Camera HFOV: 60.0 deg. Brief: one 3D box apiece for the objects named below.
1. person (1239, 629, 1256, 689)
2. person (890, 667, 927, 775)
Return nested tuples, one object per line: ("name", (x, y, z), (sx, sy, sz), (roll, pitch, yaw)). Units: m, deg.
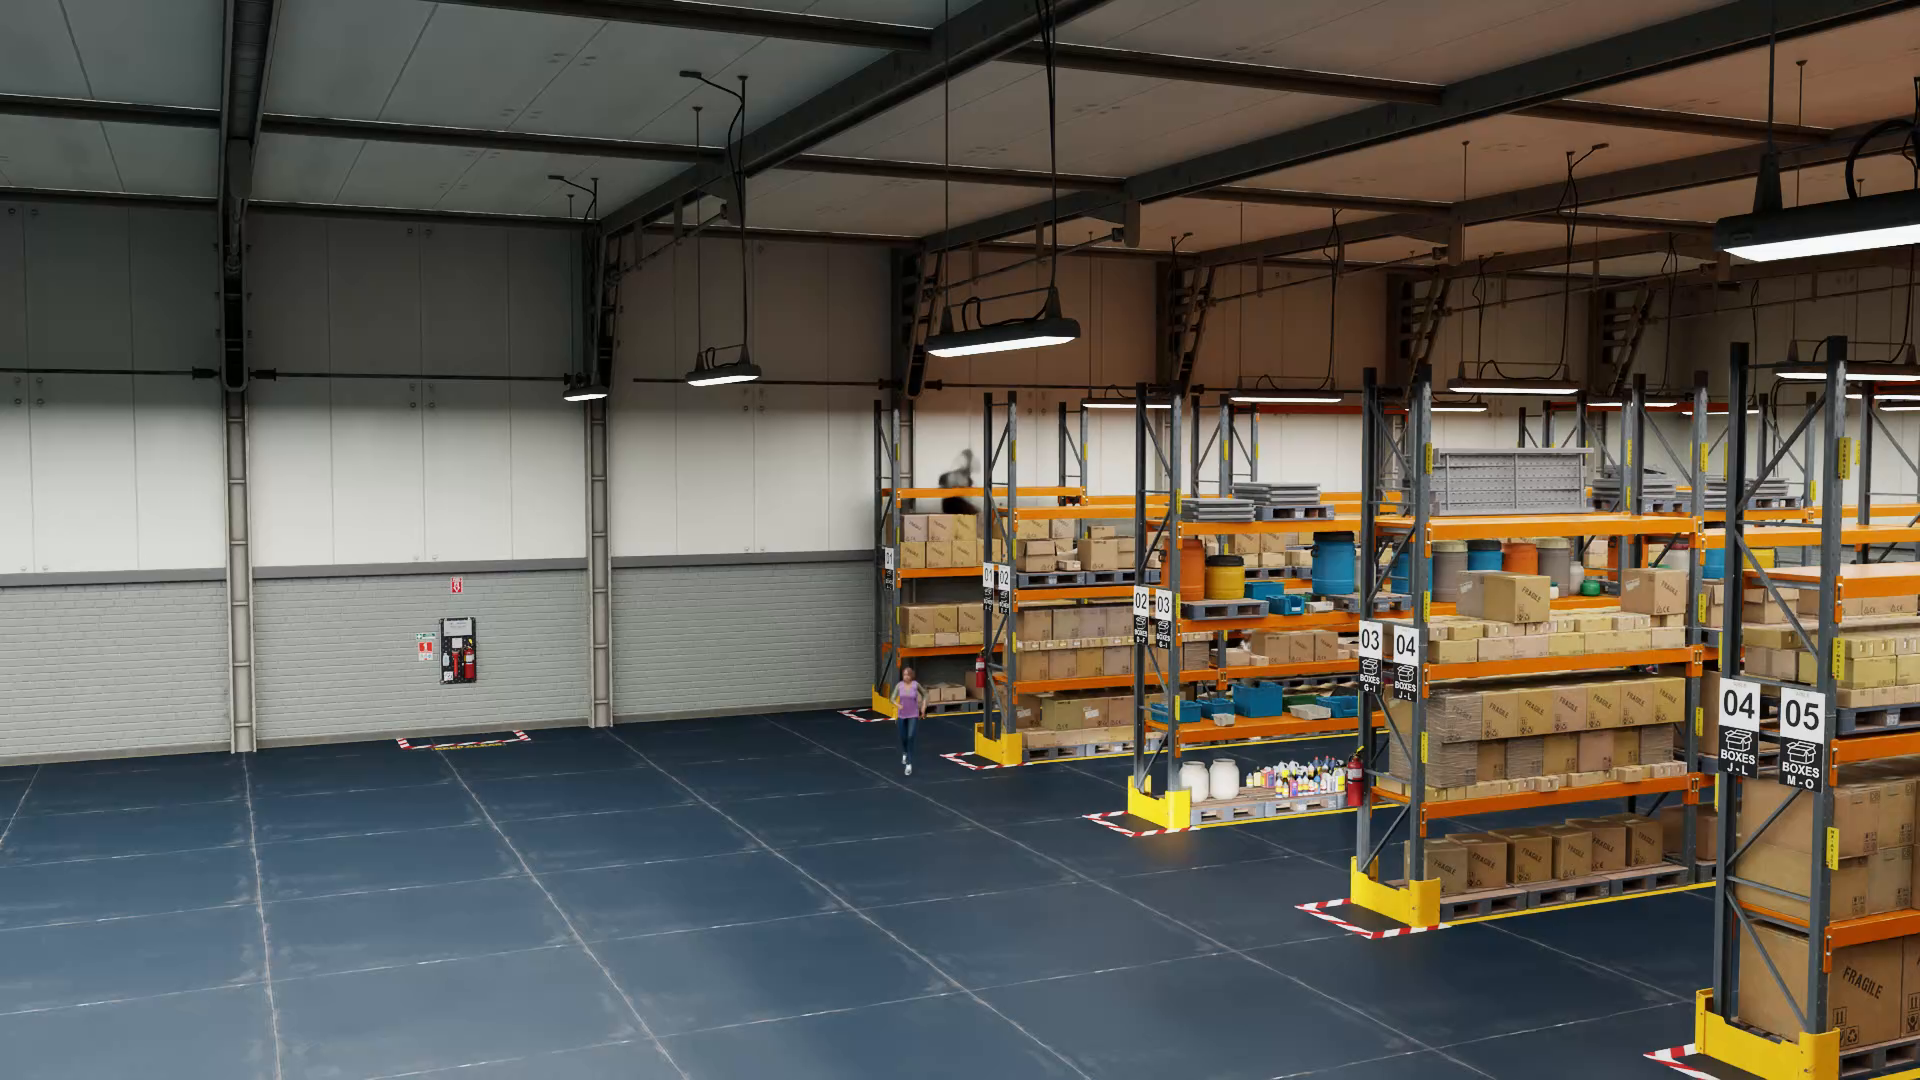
("person", (5.427, 2.483, 31.363), (0.873, 1.666, 0.606), (-2, 4, -32))
("person", (-0.800, 2.781, 25.909), (0.561, 1.623, 0.777), (0, 3, 6))
